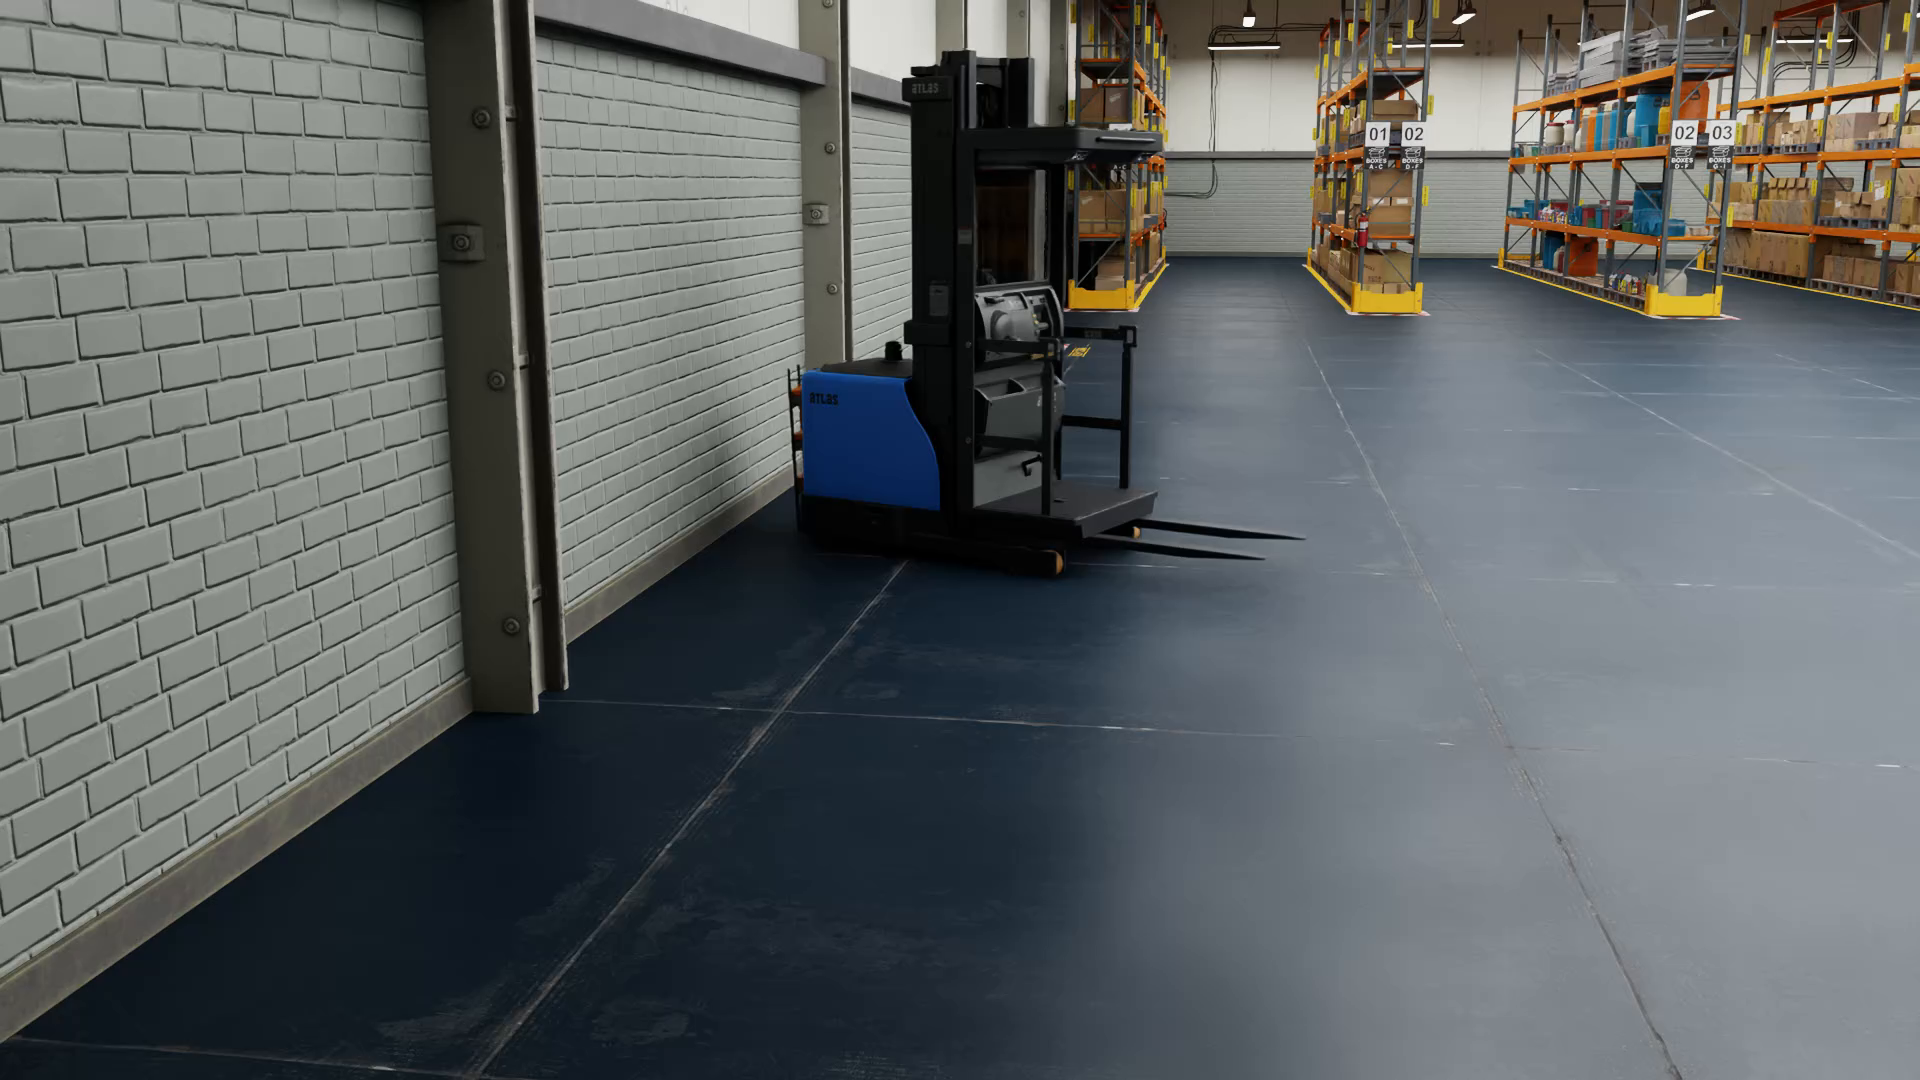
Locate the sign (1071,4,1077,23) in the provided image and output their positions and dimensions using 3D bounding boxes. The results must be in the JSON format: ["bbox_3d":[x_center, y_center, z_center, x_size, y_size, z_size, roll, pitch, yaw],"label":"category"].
[{"bbox_3d":[1.960,-9.085,28.696,0.100,0.325,0.005,2,12,9],"label":"sign"}]

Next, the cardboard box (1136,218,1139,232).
[{"bbox_3d":[3.044,-5.838,30.772,0.500,0.250,0.500,2,12,8],"label":"cardboard box"}]

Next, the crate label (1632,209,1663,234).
[{"bbox_3d":[12.311,-5.684,29.665,0.502,0.435,0.616,2,12,9],"label":"crate label"}]

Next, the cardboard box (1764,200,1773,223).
[{"bbox_3d":[18.640,-7.469,37.794,0.500,0.500,0.500,2,12,9],"label":"cardboard box"}]

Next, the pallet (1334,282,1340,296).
[{"bbox_3d":[8.091,-5.061,33.474,1.003,0.211,1.213,2,12,9],"label":"pallet"}]

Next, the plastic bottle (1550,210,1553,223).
[{"bbox_3d":[13.455,-7.342,37.745,0.097,0.271,0.097,0,12,0],"label":"plastic bottle"}]

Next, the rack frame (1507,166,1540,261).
[{"bbox_3d":[14.759,-8.606,43.305,0.949,2.616,0.053,2,12,9],"label":"rack frame"}]

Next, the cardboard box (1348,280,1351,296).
[{"bbox_3d":[7.256,-4.523,29.892,0.500,0.250,0.500,2,12,9],"label":"cardboard box"}]

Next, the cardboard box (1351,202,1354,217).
[{"bbox_3d":[8.308,-6.691,34.184,0.500,0.500,0.500,2,12,9],"label":"cardboard box"}]

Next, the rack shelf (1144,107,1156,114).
[{"bbox_3d":[4.659,-10.991,42.328,0.919,0.124,3.809,2,12,9],"label":"rack shelf"}]

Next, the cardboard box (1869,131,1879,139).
[{"bbox_3d":[17.993,-7.898,32.460,0.380,0.166,0.250,2,12,7],"label":"cardboard box"}]

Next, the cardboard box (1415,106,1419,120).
[{"bbox_3d":[7.926,-7.562,29.776,0.500,0.500,0.500,2,12,9],"label":"cardboard box"}]

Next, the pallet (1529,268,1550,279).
[{"bbox_3d":[13.980,-6.251,38.996,1.003,0.211,1.213,2,12,9],"label":"pallet"}]

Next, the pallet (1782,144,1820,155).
[{"bbox_3d":[18.635,-8.523,36.248,1.003,0.211,1.213,2,12,11],"label":"pallet"}]

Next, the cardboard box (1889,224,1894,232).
[{"bbox_3d":[17.474,-5.789,30.834,0.380,0.149,0.250,2,12,9],"label":"cardboard box"}]

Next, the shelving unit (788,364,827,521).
[{"bbox_3d":[-0.955,-0.600,10.760,0.215,1.050,0.249,-1,12,10],"label":"shelving unit"}]

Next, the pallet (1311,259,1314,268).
[{"bbox_3d":[9.728,-7.222,43.504,1.003,0.211,1.213,2,12,9],"label":"pallet"}]

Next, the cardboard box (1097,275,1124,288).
[{"bbox_3d":[2.789,-4.757,30.783,0.500,0.311,0.500,3,13,13],"label":"cardboard box"}]

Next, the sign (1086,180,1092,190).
[{"bbox_3d":[2.572,-7.012,33.162,0.100,0.325,0.005,2,12,9],"label":"sign"}]

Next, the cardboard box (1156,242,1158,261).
[{"bbox_3d":[4.729,-7.441,42.837,0.700,0.500,0.500,2,12,10],"label":"cardboard box"}]

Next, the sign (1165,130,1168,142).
[{"bbox_3d":[5.500,-10.767,44.299,0.100,0.325,0.005,2,12,9],"label":"sign"}]

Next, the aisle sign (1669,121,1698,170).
[{"bbox_3d":[11.990,-6.541,27.552,0.394,0.787,0.004,2,12,9],"label":"aisle sign"}]

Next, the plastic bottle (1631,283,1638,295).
[{"bbox_3d":[12.144,-4.519,29.939,0.097,0.201,0.097,0,12,0],"label":"plastic bottle"}]

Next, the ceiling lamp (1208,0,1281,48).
[{"bbox_3d":[7.875,-15.210,45.757,2.000,3.144,0.800,2,12,9],"label":"ceiling lamp"}]

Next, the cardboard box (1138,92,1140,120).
[{"bbox_3d":[3.000,-7.892,30.215,0.500,0.500,0.500,2,12,10],"label":"cardboard box"}]

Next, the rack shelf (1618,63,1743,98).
[{"bbox_3d":[12.602,-8.077,29.268,1.077,0.370,4.000,2,12,9],"label":"rack shelf"}]

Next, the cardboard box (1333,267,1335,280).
[{"bbox_3d":[8.031,-5.544,34.626,0.500,0.250,0.500,2,12,10],"label":"cardboard box"}]

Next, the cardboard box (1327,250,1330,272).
[{"bbox_3d":[8.543,-6.297,37.482,0.500,0.500,0.500,2,12,11],"label":"cardboard box"}]

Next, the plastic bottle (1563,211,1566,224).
[{"bbox_3d":[13.201,-7.029,36.268,0.061,0.283,0.133,2,12,9],"label":"plastic bottle"}]

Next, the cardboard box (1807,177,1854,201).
[{"bbox_3d":[18.548,-7.471,35.421,0.797,0.503,0.637,2,12,11],"label":"cardboard box"}]

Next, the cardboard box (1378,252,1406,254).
[{"bbox_3d":[7.842,-4.977,30.218,0.500,0.500,0.500,2,12,9],"label":"cardboard box"}]

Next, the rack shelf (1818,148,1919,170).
[{"bbox_3d":[18.112,-7.478,32.661,1.077,0.370,4.000,2,12,9],"label":"rack shelf"}]

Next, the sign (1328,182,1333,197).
[{"bbox_3d":[8.094,-7.645,36.285,0.100,0.325,0.005,2,12,9],"label":"sign"}]

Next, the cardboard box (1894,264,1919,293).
[{"bbox_3d":[17.703,-4.849,30.808,0.500,0.500,0.500,1,12,7],"label":"cardboard box"}]

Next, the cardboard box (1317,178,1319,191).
[{"bbox_3d":[9.301,-8.902,42.070,0.500,0.500,0.500,2,12,8],"label":"cardboard box"}]

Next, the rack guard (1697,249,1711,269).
[{"bbox_3d":[19.653,-7.228,42.847,1.175,0.500,0.348,2,12,9],"label":"rack guard"}]

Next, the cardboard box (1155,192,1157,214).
[{"bbox_3d":[4.460,-8.087,39.909,0.500,0.500,0.500,2,12,9],"label":"cardboard box"}]

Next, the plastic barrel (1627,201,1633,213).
[{"bbox_3d":[13.274,-6.366,32.591,0.433,0.535,0.433,0,12,0],"label":"plastic barrel"}]

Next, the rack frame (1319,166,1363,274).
[{"bbox_3d":[9.246,-7.934,40.190,1.000,3.000,0.127,2,12,9],"label":"rack frame"}]

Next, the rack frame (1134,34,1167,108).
[{"bbox_3d":[13.509,-8.494,35.213,20.791,5.808,16.191,2,12,9],"label":"rack frame"}]

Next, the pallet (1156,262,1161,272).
[{"bbox_3d":[4.545,-6.887,41.948,1.003,0.211,1.213,2,12,9],"label":"pallet"}]

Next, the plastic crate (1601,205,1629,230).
[{"bbox_3d":[12.682,-6.250,32.221,0.402,0.464,0.583,2,12,9],"label":"plastic crate"}]

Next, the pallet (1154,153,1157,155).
[{"bbox_3d":[3.782,-8.771,37.401,1.213,0.211,1.003,2,12,11],"label":"pallet"}]

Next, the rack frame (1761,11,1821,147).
[{"bbox_3d":[19.034,-10.545,38.065,1.000,3.000,0.127,2,12,9],"label":"rack frame"}]

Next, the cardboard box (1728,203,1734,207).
[{"bbox_3d":[19.080,-8.105,40.630,0.500,0.250,0.500,2,12,8],"label":"cardboard box"}]

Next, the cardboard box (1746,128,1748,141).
[{"bbox_3d":[19.403,-9.763,40.083,0.700,0.500,0.500,2,12,11],"label":"cardboard box"}]

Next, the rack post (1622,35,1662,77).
[{"bbox_3d":[13.116,-9.551,32.978,0.935,0.934,2.738,2,12,9],"label":"rack post"}]

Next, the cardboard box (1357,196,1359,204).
[{"bbox_3d":[7.589,-6.317,30.908,0.380,0.149,0.250,2,12,7],"label":"cardboard box"}]

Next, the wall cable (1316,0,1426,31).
[{"bbox_3d":[11.920,-16.012,48.016,3.097,2.526,0.112,2,12,9],"label":"wall cable"}]

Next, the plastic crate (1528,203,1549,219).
[{"bbox_3d":[13.875,-7.903,39.939,0.392,0.384,0.575,2,12,9],"label":"plastic crate"}]

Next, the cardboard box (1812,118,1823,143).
[{"bbox_3d":[18.442,-8.631,35.062,0.797,0.503,0.637,3,12,12],"label":"cardboard box"}]

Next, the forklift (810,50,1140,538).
[{"bbox_3d":[19.236,-5.141,26.858,16.194,3.159,50.656,8,14,31],"label":"forklift"}]

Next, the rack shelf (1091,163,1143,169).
[{"bbox_3d":[2.813,-7.127,31.032,1.077,0.370,4.000,2,12,9],"label":"rack shelf"}]
